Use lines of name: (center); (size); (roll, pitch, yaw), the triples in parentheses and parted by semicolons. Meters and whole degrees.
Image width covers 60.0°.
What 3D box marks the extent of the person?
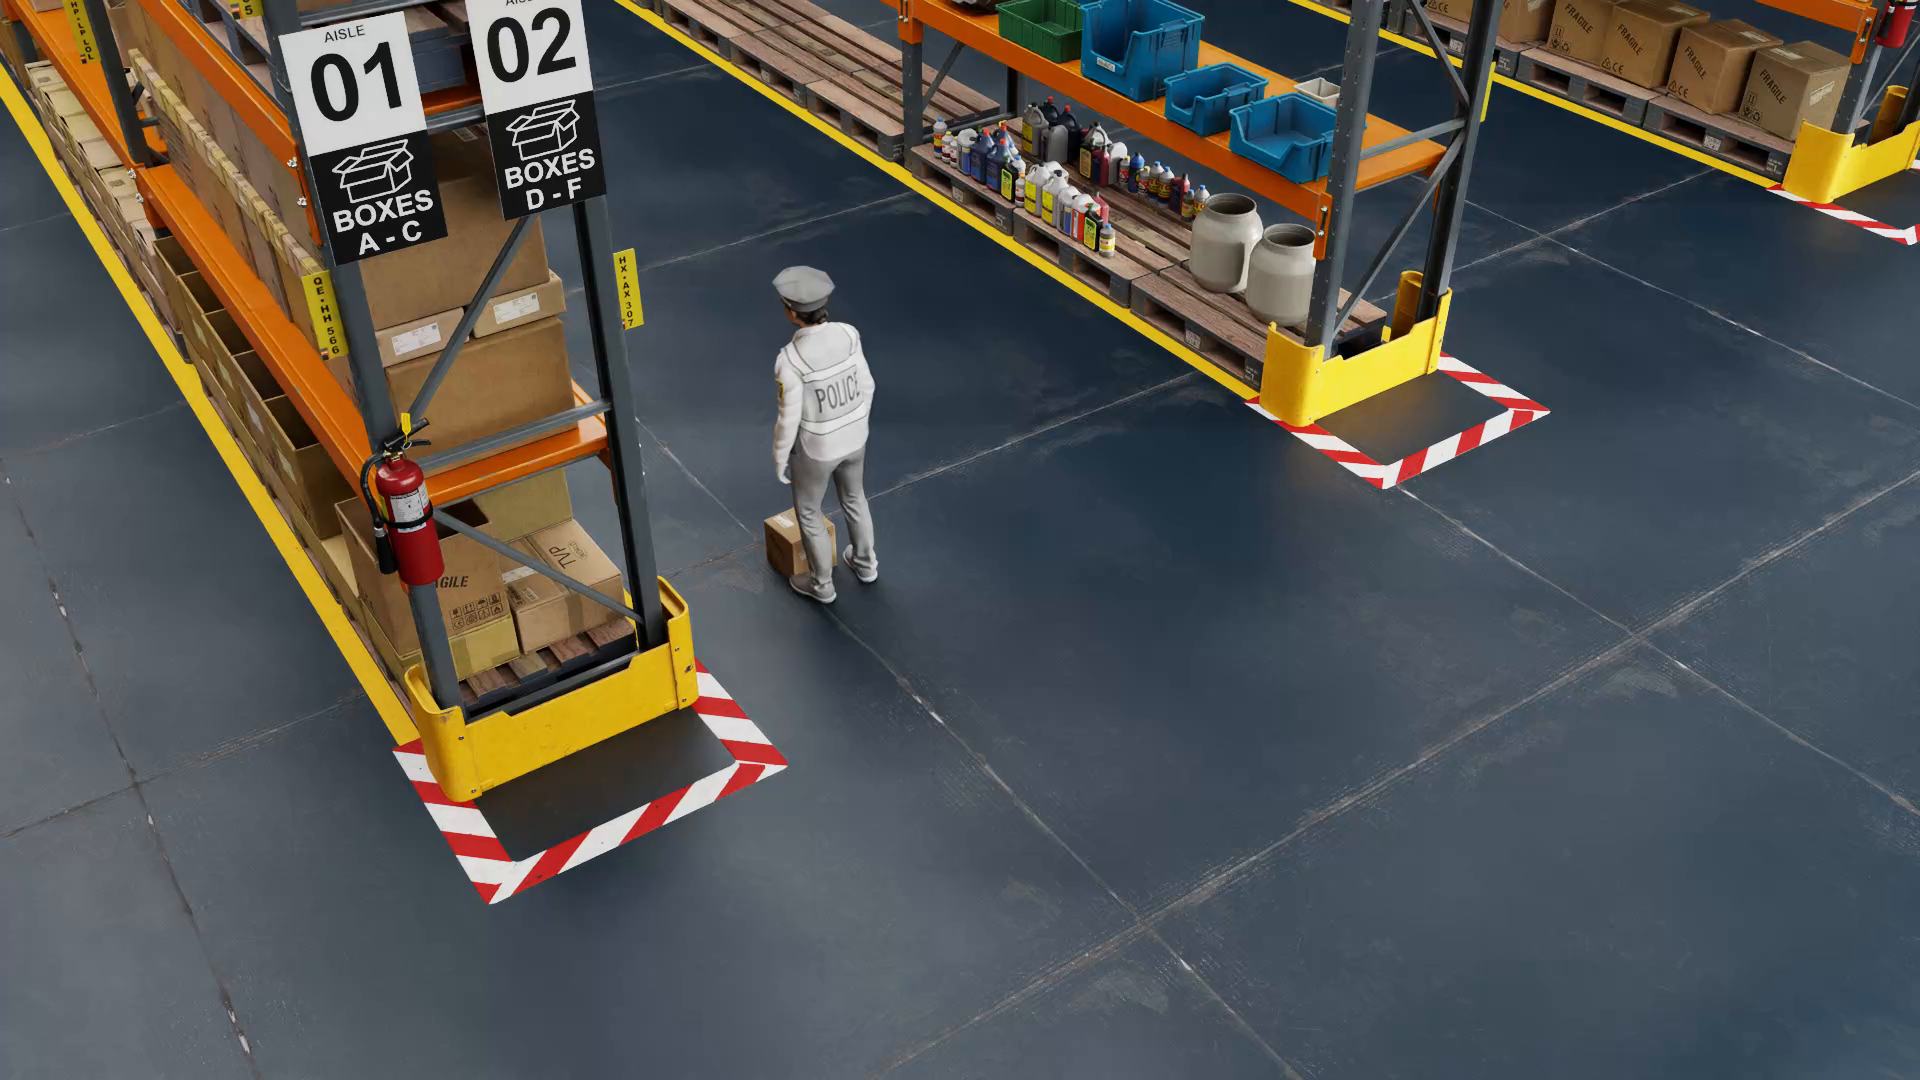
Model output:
person: (-0.621, -0.447, 7.597); (0.549, 1.665, 0.373); (-27, 44, -31)
